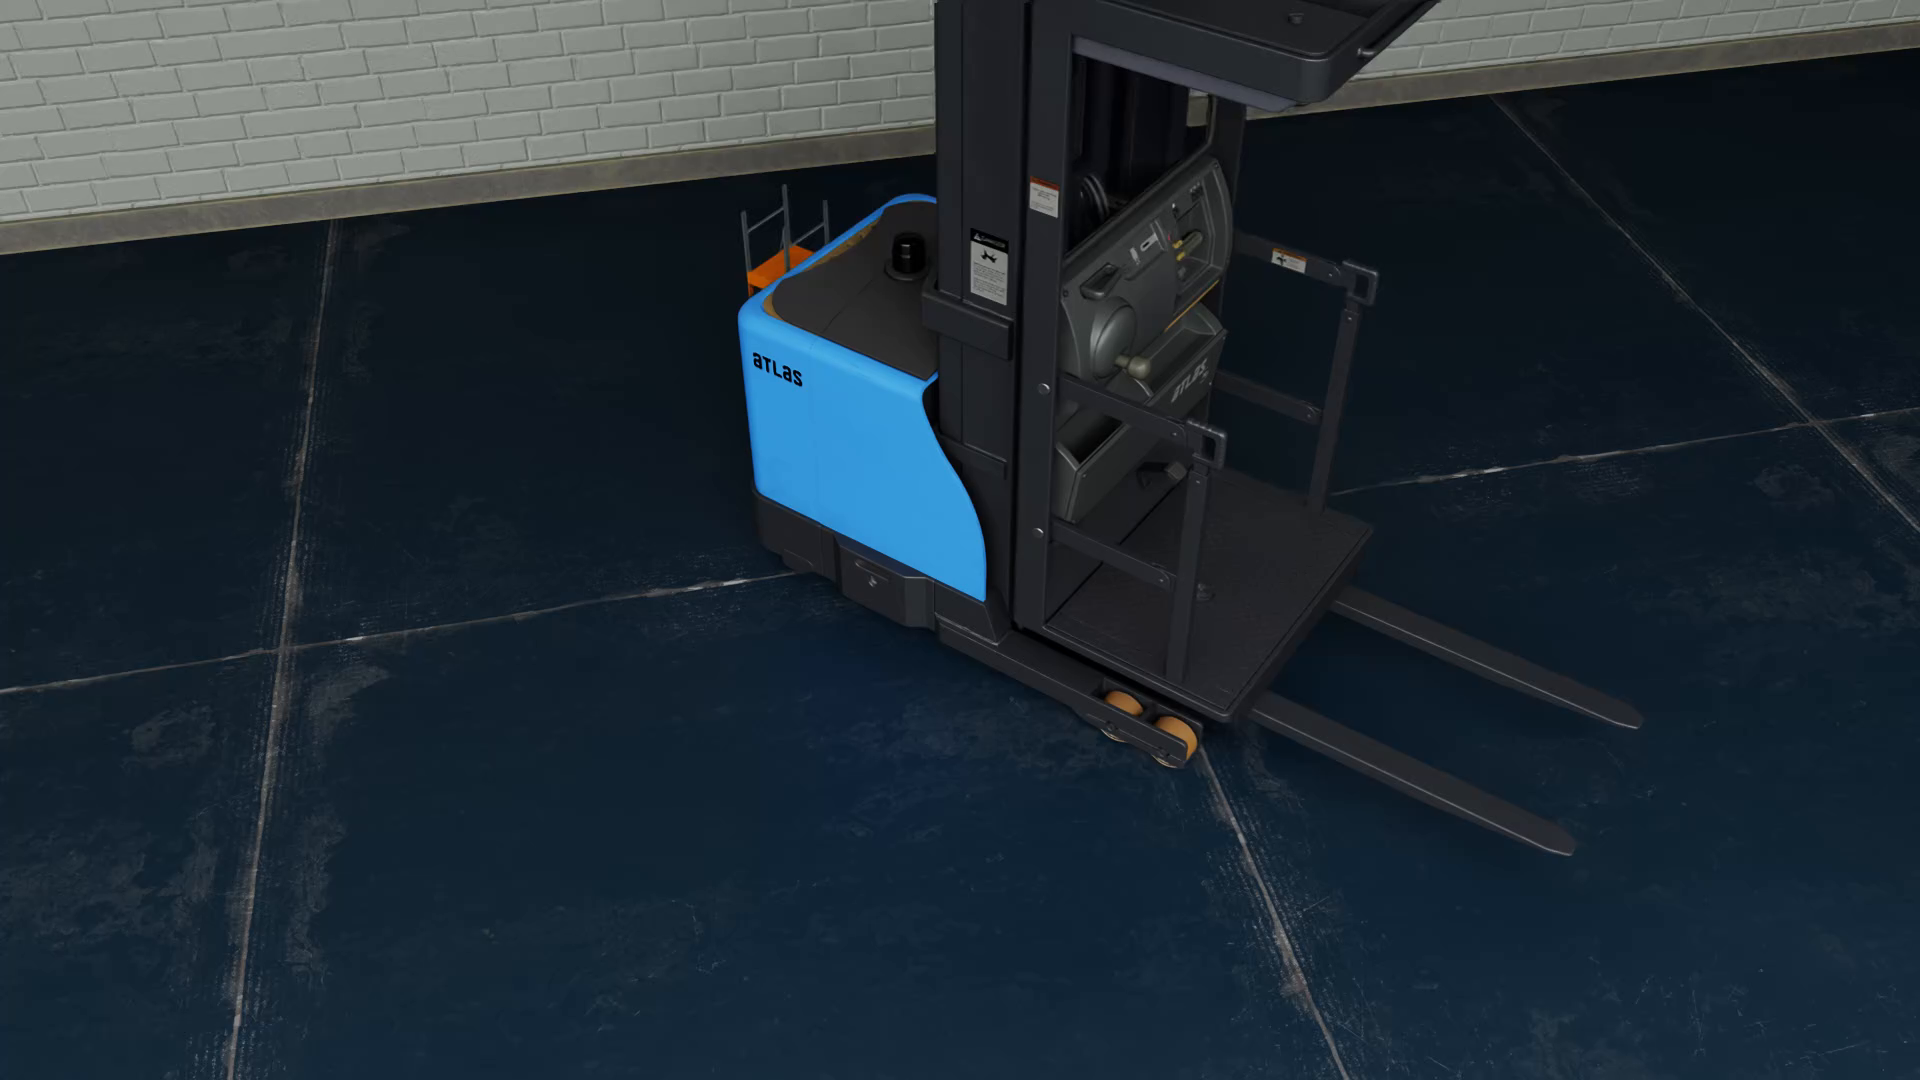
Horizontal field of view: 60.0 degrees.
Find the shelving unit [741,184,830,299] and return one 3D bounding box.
[{"bbox_3d":[-0.606,-0.704,6.140,0.189,1.200,0.258,25,47,25],"label":"shelving unit"}]

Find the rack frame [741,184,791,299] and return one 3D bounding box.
[{"bbox_3d":[-0.681,-0.739,6.179,0.006,1.200,0.240,25,47,25],"label":"rack frame"}]

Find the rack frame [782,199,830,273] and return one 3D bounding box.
[{"bbox_3d":[-0.531,-0.670,6.100,0.006,1.200,0.240,25,47,25],"label":"rack frame"}]

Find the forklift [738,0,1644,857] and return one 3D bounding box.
[{"bbox_3d":[0.742,-0.761,4.900,3.031,2.935,1.130,25,47,25],"label":"forklift"}]

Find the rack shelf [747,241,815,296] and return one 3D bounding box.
[{"bbox_3d":[-0.606,-0.940,5.930,0.180,0.103,0.258,25,47,25],"label":"rack shelf"}]
